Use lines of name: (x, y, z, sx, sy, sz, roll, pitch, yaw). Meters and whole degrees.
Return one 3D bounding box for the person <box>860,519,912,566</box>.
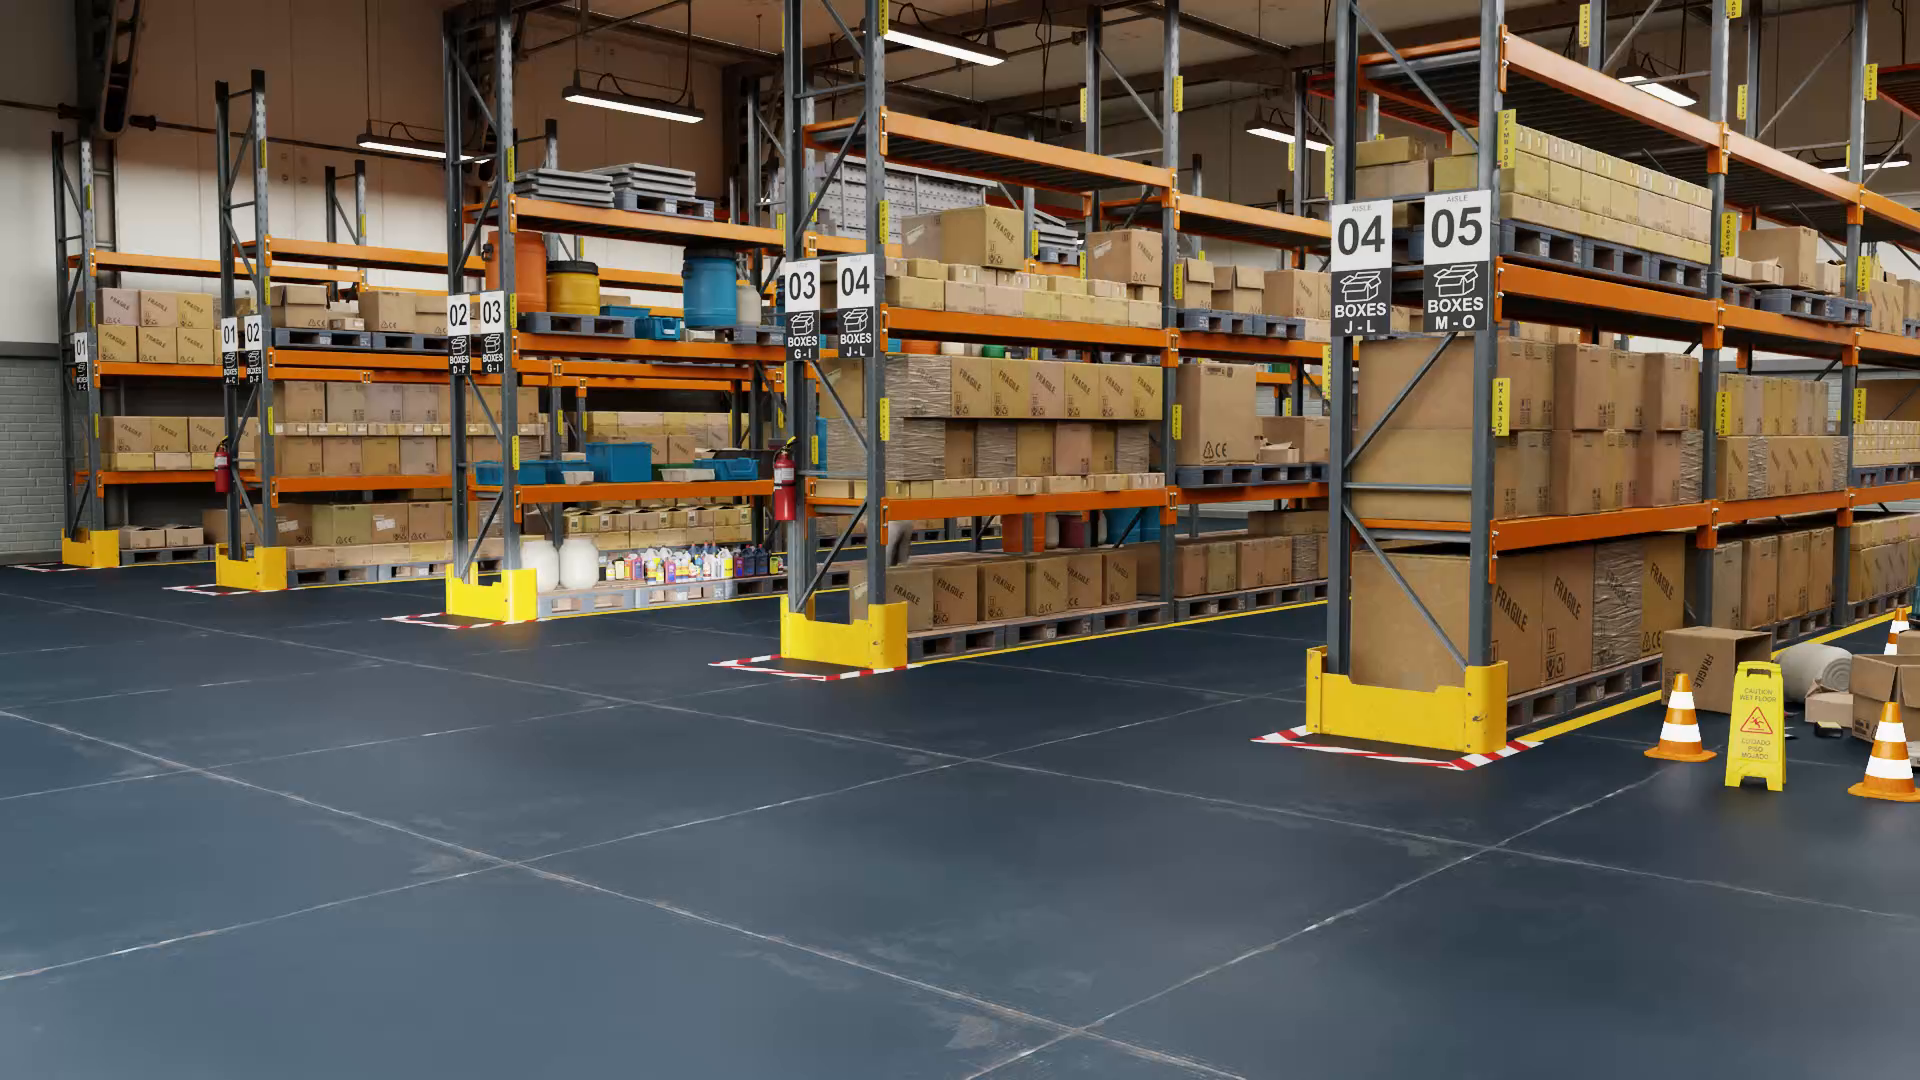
person: (-0.702, -0.060, 16.406, 0.533, 1.671, 0.454, 3, 5, 41)
